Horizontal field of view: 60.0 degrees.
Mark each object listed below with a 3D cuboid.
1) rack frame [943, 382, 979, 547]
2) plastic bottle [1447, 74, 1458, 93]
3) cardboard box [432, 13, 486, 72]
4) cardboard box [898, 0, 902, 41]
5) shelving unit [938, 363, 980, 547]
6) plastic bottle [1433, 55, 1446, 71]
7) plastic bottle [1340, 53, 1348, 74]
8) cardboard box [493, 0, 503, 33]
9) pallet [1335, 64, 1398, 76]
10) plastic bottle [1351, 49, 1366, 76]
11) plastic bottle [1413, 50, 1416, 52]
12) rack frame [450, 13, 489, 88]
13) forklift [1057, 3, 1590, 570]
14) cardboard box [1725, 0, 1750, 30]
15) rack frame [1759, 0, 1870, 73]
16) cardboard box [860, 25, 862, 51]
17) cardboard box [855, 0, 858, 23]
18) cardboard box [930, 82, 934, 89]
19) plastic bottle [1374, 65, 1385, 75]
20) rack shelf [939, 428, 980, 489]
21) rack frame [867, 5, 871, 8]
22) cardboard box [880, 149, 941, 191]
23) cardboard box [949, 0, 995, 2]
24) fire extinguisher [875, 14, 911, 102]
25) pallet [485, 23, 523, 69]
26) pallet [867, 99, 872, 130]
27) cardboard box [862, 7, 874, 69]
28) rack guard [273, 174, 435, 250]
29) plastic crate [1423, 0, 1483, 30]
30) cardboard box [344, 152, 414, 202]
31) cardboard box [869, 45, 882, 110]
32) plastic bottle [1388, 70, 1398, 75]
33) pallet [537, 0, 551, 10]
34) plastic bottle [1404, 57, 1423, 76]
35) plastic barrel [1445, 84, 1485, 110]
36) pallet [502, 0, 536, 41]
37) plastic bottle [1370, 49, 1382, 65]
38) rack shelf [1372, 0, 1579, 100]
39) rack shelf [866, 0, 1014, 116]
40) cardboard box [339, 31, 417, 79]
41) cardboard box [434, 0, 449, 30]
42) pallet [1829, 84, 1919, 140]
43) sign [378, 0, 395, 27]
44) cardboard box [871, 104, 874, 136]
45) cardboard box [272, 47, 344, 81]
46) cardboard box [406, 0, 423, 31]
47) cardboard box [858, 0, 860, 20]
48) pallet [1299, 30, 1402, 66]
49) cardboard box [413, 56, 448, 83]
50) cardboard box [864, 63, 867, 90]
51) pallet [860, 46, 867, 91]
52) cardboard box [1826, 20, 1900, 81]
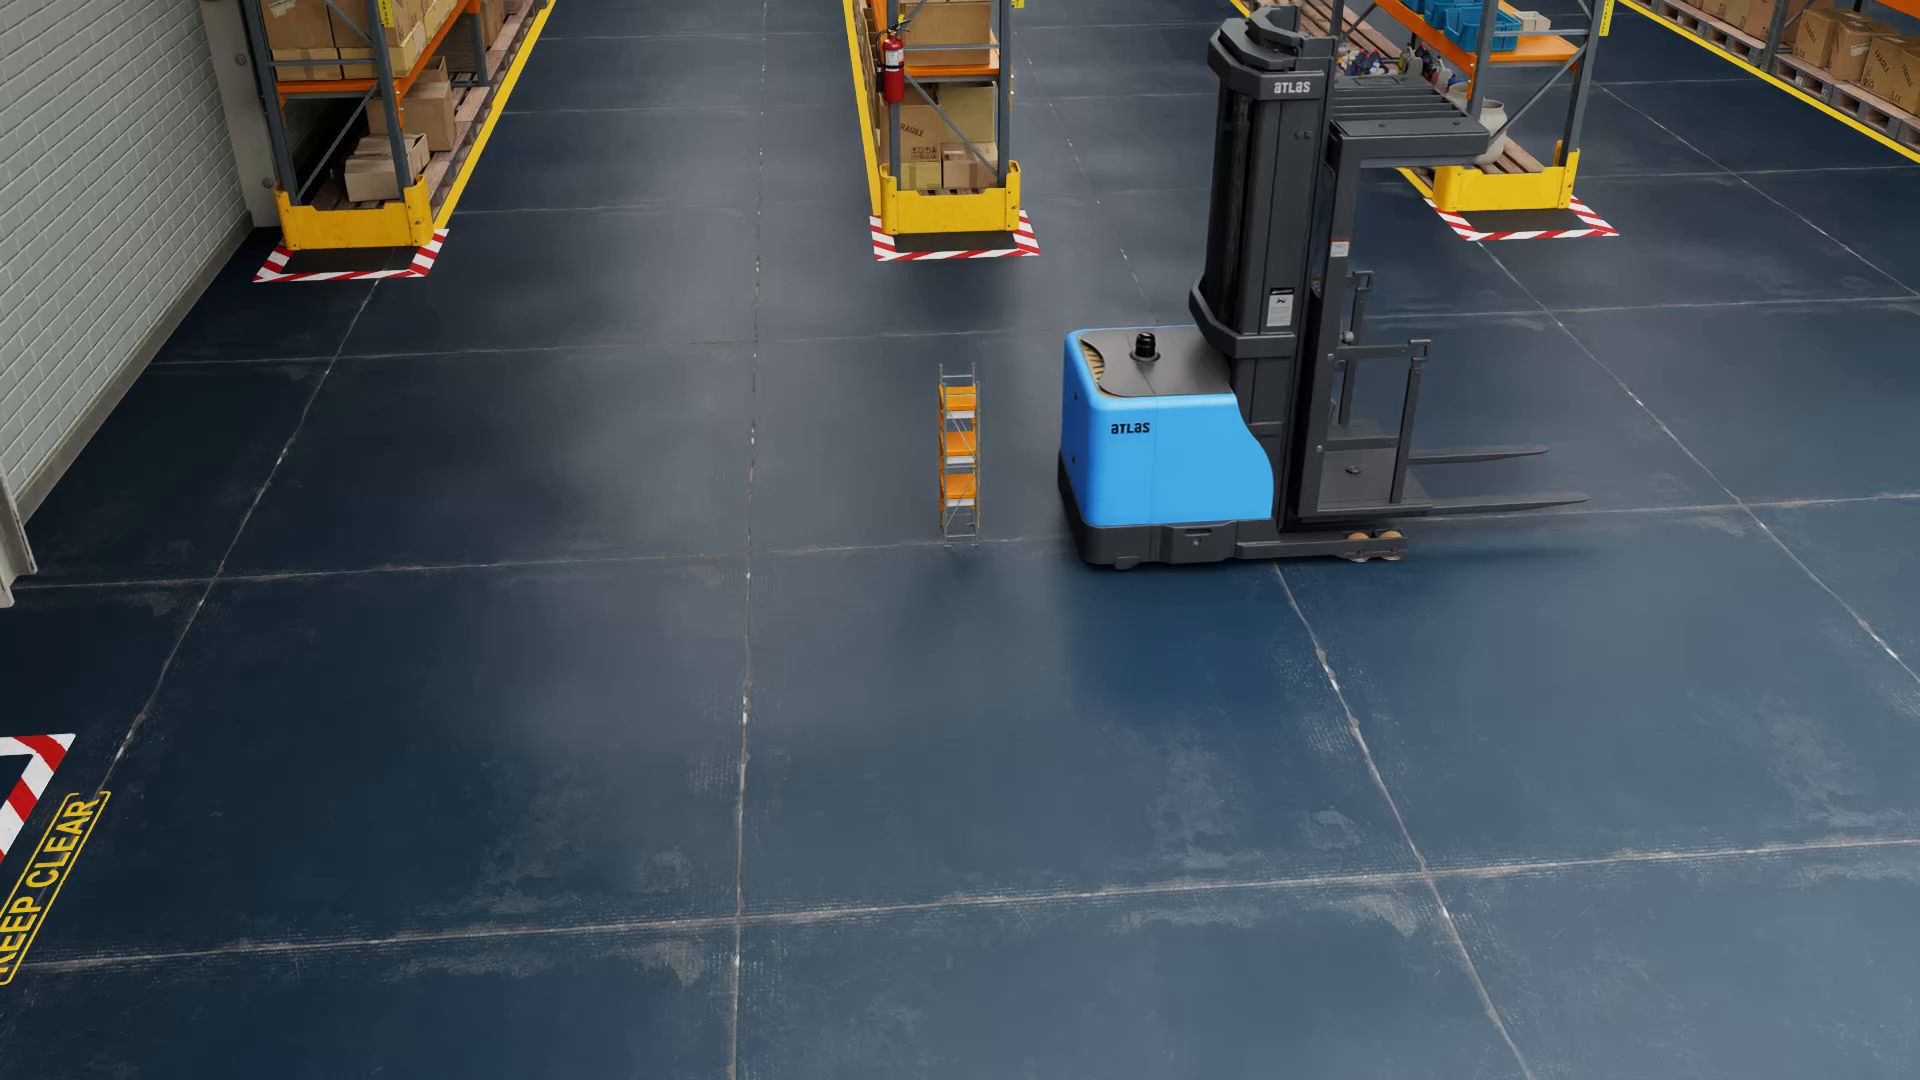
[{"bbox_3d":[0.006,-0.416,9.423,0.200,1.050,0.008,-3,31,-5],"label":"rack frame"},{"bbox_3d":[4.924,-4.524,16.630,0.097,0.271,0.097,0,31,0],"label":"plastic bottle"},{"bbox_3d":[-5.480,-5.294,17.697,0.700,0.500,0.500,-2,31,-3],"label":"cardboard box"},{"bbox_3d":[-0.174,-4.550,14.346,0.700,0.500,0.500,-2,31,-3],"label":"cardboard box"},{"bbox_3d":[-0.005,-0.478,9.527,0.215,1.050,0.252,-3,31,-5],"label":"shelving unit"},{"bbox_3d":[4.865,-4.752,16.935,0.144,0.351,0.185,-3,31,-5],"label":"plastic bottle"},{"bbox_3d":[4.072,-5.030,17.547,0.097,0.201,0.097,0,31,0],"label":"plastic bottle"},{"bbox_3d":[-5.642,-6.075,19.005,0.700,0.500,0.500,-3,31,-5],"label":"cardboard box"},{"bbox_3d":[4.491,-4.736,17.474,1.003,0.211,1.213,-3,31,-5],"label":"pallet"},{"bbox_3d":[4.132,-4.898,17.179,0.144,0.351,0.185,-2,31,-3],"label":"plastic bottle"},{"bbox_3d":[4.814,-5.095,17.656,0.097,0.201,0.097,0,31,0],"label":"plastic bottle"},{"bbox_3d":[-5.394,-5.804,16.541,1.000,3.000,0.127,-3,31,-5],"label":"rack frame"},{"bbox_3d":[2.147,-1.399,9.234,3.031,2.935,1.130,-3,31,-5],"label":"forklift"},{"bbox_3d":[9.339,-6.190,19.197,0.700,0.500,0.500,-3,31,-5],"label":"cardboard box"},{"bbox_3d":[9.401,-6.515,17.733,1.000,3.000,0.127,-3,31,-5],"label":"rack frame"},{"bbox_3d":[-0.835,-5.499,18.303,0.500,0.250,0.500,-3,31,-5],"label":"cardboard box"},{"bbox_3d":[-0.977,-6.282,19.614,0.500,0.250,0.500,-4,31,-6],"label":"cardboard box"},{"bbox_3d":[-0.026,-4.117,15.258,0.500,0.500,0.500,-3,31,-5],"label":"cardboard box"},{"bbox_3d":[4.189,-4.584,16.655,0.144,0.351,0.185,-3,31,-5],"label":"plastic bottle"},{"bbox_3d":[-0.005,-0.469,9.532,0.215,0.259,0.240,-3,31,-5],"label":"rack shelf"},{"bbox_3d":[-0.463,-6.043,16.942,1.000,3.000,0.127,-3,31,-5],"label":"rack frame"},{"bbox_3d":[-0.433,-3.260,14.555,0.500,0.250,0.500,-3,31,-5],"label":"cardboard box"},{"bbox_3d":[0.089,-4.533,13.684,0.380,0.149,0.250,-3,31,-5],"label":"cardboard box"},{"bbox_3d":[-0.540,-3.885,13.405,0.296,0.674,0.183,-3,31,-5],"label":"fire extinguisher"},{"bbox_3d":[-5.586,-5.628,18.967,1.003,0.211,1.213,-3,31,-5],"label":"pallet"},{"bbox_3d":[-0.430,-4.438,16.974,1.003,0.211,1.213,-3,31,-5],"label":"pallet"},{"bbox_3d":[-0.731,-5.113,16.926,0.500,0.500,0.500,-3,31,-5],"label":"cardboard box"},{"bbox_3d":[-5.028,-2.727,13.828,1.175,0.500,0.348,-3,31,-5],"label":"rack guard"},{"bbox_3d":[4.444,-4.745,14.915,0.499,0.251,0.408,-3,31,-5],"label":"plastic crate"},{"bbox_3d":[-4.996,-3.153,14.298,0.500,0.311,0.500,-6,31,-10],"label":"cardboard box"},{"bbox_3d":[-0.589,-4.347,15.644,0.500,0.500,0.500,-3,31,-5],"label":"cardboard box"},{"bbox_3d":[4.334,-4.572,16.707,0.152,0.276,0.135,-3,31,-5],"label":"plastic bottle"},{"bbox_3d":[-5.767,-7.055,21.355,1.003,0.211,1.213,-3,31,-5],"label":"pallet"},{"bbox_3d":[4.689,-4.865,17.197,0.152,0.276,0.135,-3,31,-5],"label":"plastic bottle"},{"bbox_3d":[4.659,-3.936,15.432,0.421,0.512,0.421,0,31,0],"label":"plastic barrel"},{"bbox_3d":[-5.696,-6.250,20.007,1.003,0.211,1.213,-3,31,-5],"label":"pallet"},{"bbox_3d":[4.275,-4.905,17.191,0.144,0.351,0.185,-3,31,-5],"label":"plastic bottle"},{"bbox_3d":[4.656,-4.948,15.811,1.077,0.370,4.000,-3,31,-5],"label":"rack shelf"},{"bbox_3d":[-0.276,-4.713,15.417,1.077,0.370,4.000,-3,31,-5],"label":"rack shelf"},{"bbox_3d":[-4.750,-3.970,13.598,0.500,0.250,0.500,-4,31,-6],"label":"cardboard box"},{"bbox_3d":[-4.899,-4.753,14.909,0.500,0.250,0.500,-2,31,-4],"label":"cardboard box"},{"bbox_3d":[9.616,-4.353,16.832,1.003,0.211,1.213,-3,31,-5],"label":"pallet"},{"bbox_3d":[-4.480,-4.159,12.944,0.100,0.325,0.005,-3,31,-5],"label":"sign"},{"bbox_3d":[-0.585,-4.025,15.836,0.500,0.250,0.500,-3,31,-5],"label":"cardboard box"},{"bbox_3d":[-5.257,-3.935,13.540,0.500,0.250,0.500,-2,31,-4],"label":"cardboard box"},{"bbox_3d":[-4.802,-4.538,13.819,0.500,0.500,0.500,-3,31,-4],"label":"cardboard box"},{"bbox_3d":[-0.885,-5.997,18.590,0.500,0.311,0.500,-3,31,-5],"label":"cardboard box"},{"bbox_3d":[4.357,-5.480,18.719,1.003,0.211,1.213,-3,31,-5],"label":"pallet"},{"bbox_3d":[-5.257,-4.391,16.186,0.500,0.500,0.500,-5,31,-8],"label":"cardboard box"},{"bbox_3d":[-0.721,-4.791,17.119,0.500,0.250,0.500,-3,31,-5],"label":"cardboard box"},{"bbox_3d":[-0.570,-5.220,18.284,1.003,0.211,1.213,-3,31,-5],"label":"pallet"},{"bbox_3d":[9.459,-5.124,17.433,0.500,0.500,0.500,7,32,11],"label":"cardboard box"}]
